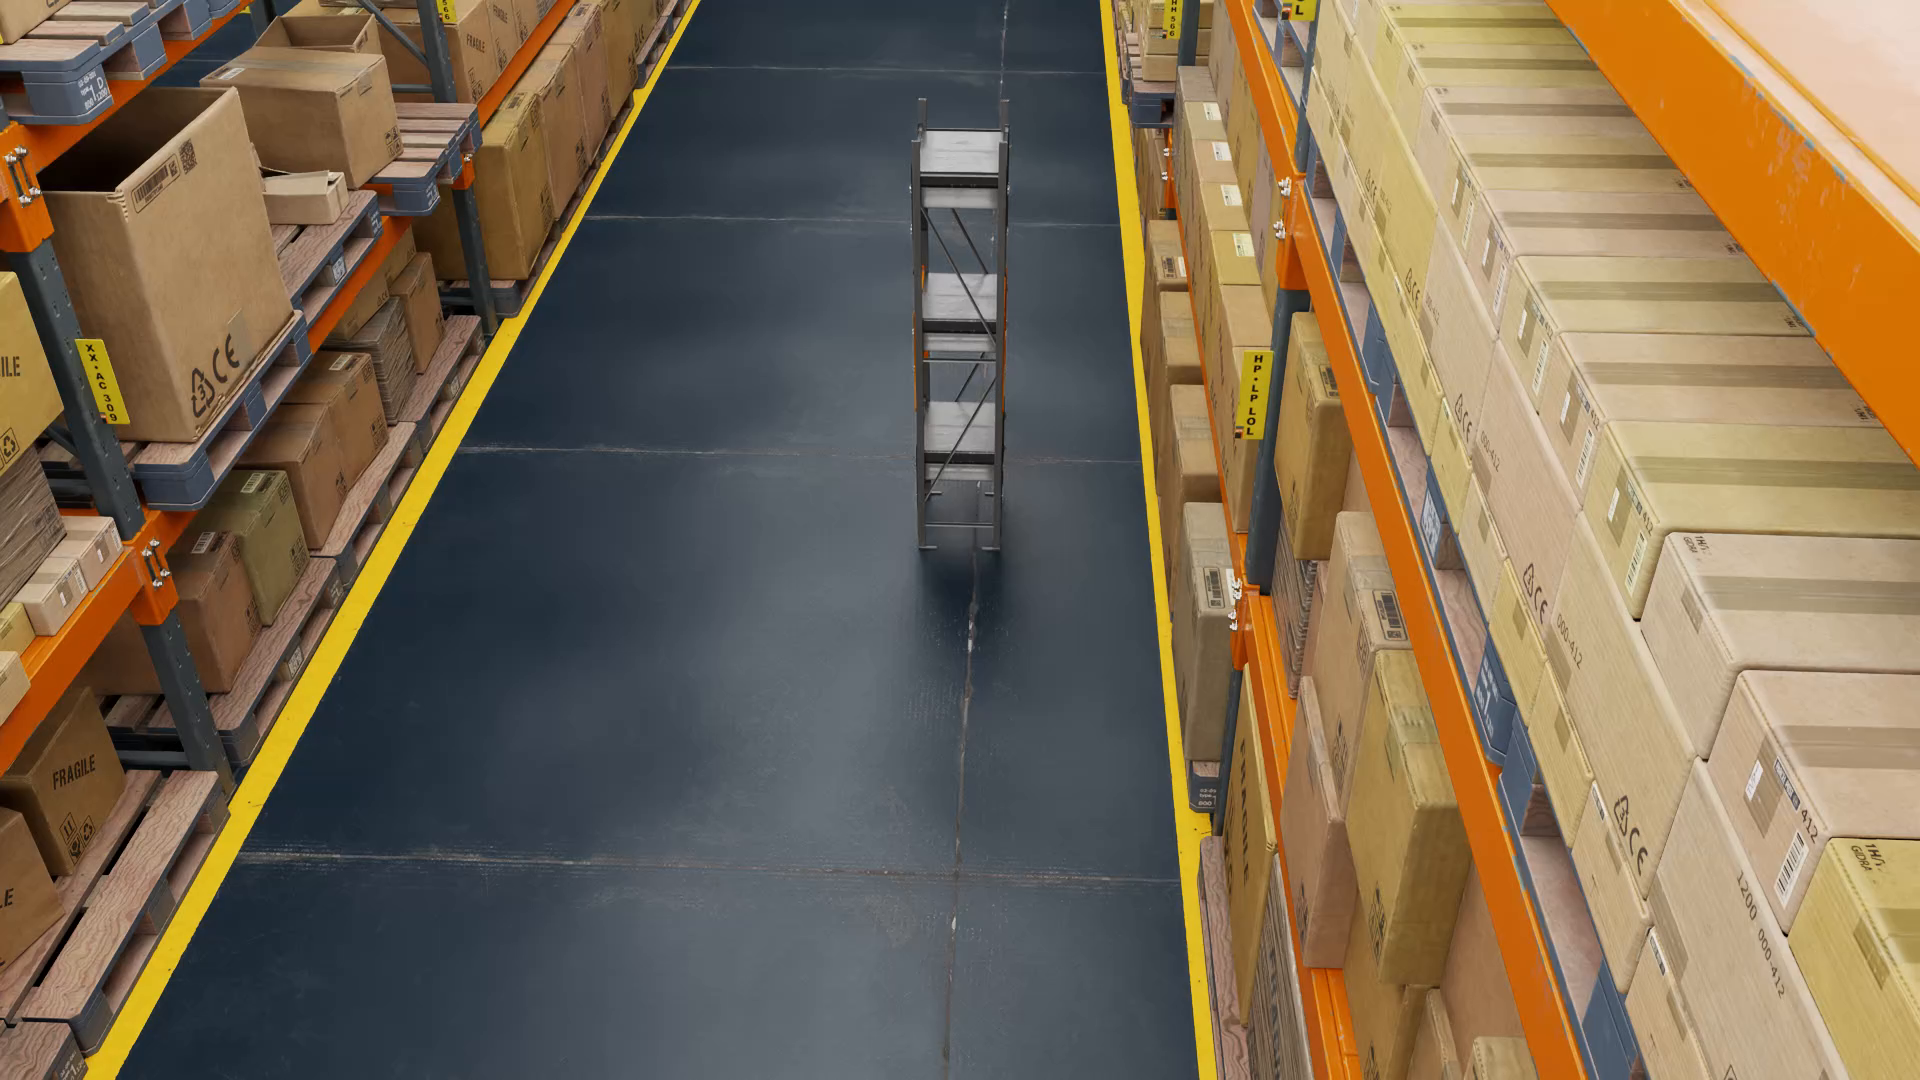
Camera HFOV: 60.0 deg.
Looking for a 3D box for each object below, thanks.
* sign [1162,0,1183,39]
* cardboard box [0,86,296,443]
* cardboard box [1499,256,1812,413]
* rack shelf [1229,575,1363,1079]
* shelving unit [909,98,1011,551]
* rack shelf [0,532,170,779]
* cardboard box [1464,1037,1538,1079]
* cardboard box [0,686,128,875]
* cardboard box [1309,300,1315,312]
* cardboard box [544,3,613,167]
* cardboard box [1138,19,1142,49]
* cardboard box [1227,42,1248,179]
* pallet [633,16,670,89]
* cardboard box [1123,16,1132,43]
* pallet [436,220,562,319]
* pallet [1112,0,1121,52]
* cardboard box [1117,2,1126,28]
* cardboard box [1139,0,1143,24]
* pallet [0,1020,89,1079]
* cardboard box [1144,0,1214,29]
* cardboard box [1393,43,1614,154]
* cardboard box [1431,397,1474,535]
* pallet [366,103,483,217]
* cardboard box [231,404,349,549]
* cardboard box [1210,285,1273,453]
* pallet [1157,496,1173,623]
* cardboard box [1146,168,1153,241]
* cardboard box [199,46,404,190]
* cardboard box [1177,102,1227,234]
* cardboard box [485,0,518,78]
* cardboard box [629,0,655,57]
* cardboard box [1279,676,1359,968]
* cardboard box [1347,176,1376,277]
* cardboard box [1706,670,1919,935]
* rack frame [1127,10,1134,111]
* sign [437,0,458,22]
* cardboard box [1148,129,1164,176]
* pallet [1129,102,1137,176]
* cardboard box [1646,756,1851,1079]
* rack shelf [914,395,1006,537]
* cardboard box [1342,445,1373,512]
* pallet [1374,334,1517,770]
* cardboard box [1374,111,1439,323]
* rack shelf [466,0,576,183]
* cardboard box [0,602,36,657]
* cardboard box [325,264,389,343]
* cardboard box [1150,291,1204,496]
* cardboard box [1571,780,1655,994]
[{"bbox_3d":[1.112,-2.764,8.636,0.100,0.325,0.005,1,35,2],"label":"sign"},{"bbox_3d":[-3.287,-1.060,6.263,1.000,1.000,1.000,2,35,2],"label":"cardboard box"},{"bbox_3d":[1.059,-0.314,2.553,0.380,0.149,0.250,1,35,1],"label":"cardboard box"},{"bbox_3d":[1.413,1.426,4.238,1.077,0.370,4.000,1,35,2],"label":"rack shelf"},{"bbox_3d":[0.007,-0.954,7.782,0.431,2.100,0.503,1,35,2],"label":"shelving unit"},{"bbox_3d":[-3.539,1.253,4.483,1.077,0.370,4.000,1,35,2],"label":"rack shelf"},{"bbox_3d":[1.316,1.247,2.797,0.875,0.550,0.550,1,35,2],"label":"cardboard box"},{"bbox_3d":[-3.514,0.890,6.184,0.500,0.500,0.500,0,35,0],"label":"cardboard box"},{"bbox_3d":[1.508,-0.753,5.756,0.700,0.500,0.500,1,35,1],"label":"cardboard box"},{"bbox_3d":[-3.178,-3.207,11.687,1.225,0.875,0.875,0,35,0],"label":"cardboard box"},{"bbox_3d":[1.236,-2.969,9.719,0.380,0.149,0.250,2,35,3],"label":"cardboard box"},{"bbox_3d":[1.589,-1.922,7.420,0.700,0.500,0.500,1,35,1],"label":"cardboard box"},{"bbox_3d":[-3.028,-4.080,13.872,1.003,0.211,1.213,1,35,2],"label":"pallet"},{"bbox_3d":[1.508,-4.085,13.309,0.380,0.149,0.250,0,35,0],"label":"cardboard box"},{"bbox_3d":[-3.191,-1.798,10.625,1.003,0.211,1.213,1,35,2],"label":"pallet"},{"bbox_3d":[1.853,-4.562,14.558,1.003,0.211,1.213,1,35,2],"label":"pallet"},{"bbox_3d":[1.532,-4.447,14.083,0.380,0.149,0.250,1,35,2],"label":"cardboard box"},{"bbox_3d":[1.236,-3.105,9.654,0.380,0.149,0.250,2,35,3],"label":"cardboard box"},{"bbox_3d":[-3.496,2.040,5.163,1.003,0.211,1.213,1,35,2],"label":"pallet"},{"bbox_3d":[1.216,-2.920,9.132,0.380,0.149,0.250,0,35,0],"label":"cardboard box"},{"bbox_3d":[1.100,-0.894,3.377,0.380,0.149,0.250,2,35,2],"label":"cardboard box"},{"bbox_3d":[1.069,-0.131,2.986,0.380,0.149,0.250,2,35,2],"label":"cardboard box"},{"bbox_3d":[-3.220,-1.998,8.651,1.213,0.211,1.003,1,35,2],"label":"pallet"},{"bbox_3d":[-3.352,-0.295,7.852,0.700,0.500,0.500,-2,35,-2],"label":"cardboard box"},{"bbox_3d":[1.268,-0.654,6.486,0.500,0.500,0.500,1,35,1],"label":"cardboard box"},{"bbox_3d":[1.495,-0.024,8.101,1.003,0.211,1.213,1,35,2],"label":"pallet"},{"bbox_3d":[1.444,-2.147,10.505,0.500,0.500,0.500,3,35,4],"label":"cardboard box"},{"bbox_3d":[-3.202,-2.067,8.130,0.700,0.500,0.500,6,36,9],"label":"cardboard box"},{"bbox_3d":[1.349,-1.812,8.133,0.500,0.500,0.500,1,35,1],"label":"cardboard box"},{"bbox_3d":[-2.988,-3.098,9.963,0.500,0.500,0.500,0,35,1],"label":"cardboard box"},{"bbox_3d":[-3.031,-4.466,13.479,0.875,0.875,0.875,1,35,2],"label":"cardboard box"},{"bbox_3d":[1.352,0.758,4.433,0.875,0.550,0.550,1,35,2],"label":"cardboard box"},{"bbox_3d":[1.109,-0.717,3.819,0.380,0.149,0.250,1,35,1],"label":"cardboard box"},{"bbox_3d":[1.019,0.273,1.717,0.380,0.149,0.250,1,35,2],"label":"cardboard box"},{"bbox_3d":[1.815,-4.614,12.206,1.000,3.000,0.127,1,35,2],"label":"rack frame"},{"bbox_3d":[-2.755,-2.922,8.861,0.100,0.325,0.005,1,35,2],"label":"sign"},{"bbox_3d":[1.429,-2.461,10.299,0.500,0.250,0.500,2,35,3],"label":"cardboard box"},{"bbox_3d":[1.785,-3.025,12.371,1.003,0.211,1.213,1,35,2],"label":"pallet"},{"bbox_3d":[1.073,0.493,1.751,0.500,0.250,0.500,2,35,3],"label":"cardboard box"},{"bbox_3d":[0.007,-0.370,8.192,0.431,0.518,0.480,1,35,2],"label":"rack shelf"},{"bbox_3d":[1.538,0.009,4.558,0.875,0.550,0.550,1,35,2],"label":"cardboard box"},{"bbox_3d":[1.398,-0.039,3.166,1.003,0.211,1.213,1,35,2],"label":"pallet"},{"bbox_3d":[1.156,-0.663,3.396,0.500,0.250,0.500,1,35,1],"label":"cardboard box"},{"bbox_3d":[-3.217,-3.343,11.023,1.077,0.370,4.000,1,35,2],"label":"rack shelf"},{"bbox_3d":[-3.263,0.329,5.392,0.380,0.149,0.250,1,35,2],"label":"cardboard box"},{"bbox_3d":[-3.306,-1.262,8.575,0.500,0.250,0.500,5,35,7],"label":"cardboard box"},{"bbox_3d":[1.508,-0.717,8.252,1.050,0.750,0.750,2,35,3],"label":"cardboard box"},{"bbox_3d":[1.028,0.452,2.155,0.380,0.149,0.250,2,35,3],"label":"cardboard box"}]
